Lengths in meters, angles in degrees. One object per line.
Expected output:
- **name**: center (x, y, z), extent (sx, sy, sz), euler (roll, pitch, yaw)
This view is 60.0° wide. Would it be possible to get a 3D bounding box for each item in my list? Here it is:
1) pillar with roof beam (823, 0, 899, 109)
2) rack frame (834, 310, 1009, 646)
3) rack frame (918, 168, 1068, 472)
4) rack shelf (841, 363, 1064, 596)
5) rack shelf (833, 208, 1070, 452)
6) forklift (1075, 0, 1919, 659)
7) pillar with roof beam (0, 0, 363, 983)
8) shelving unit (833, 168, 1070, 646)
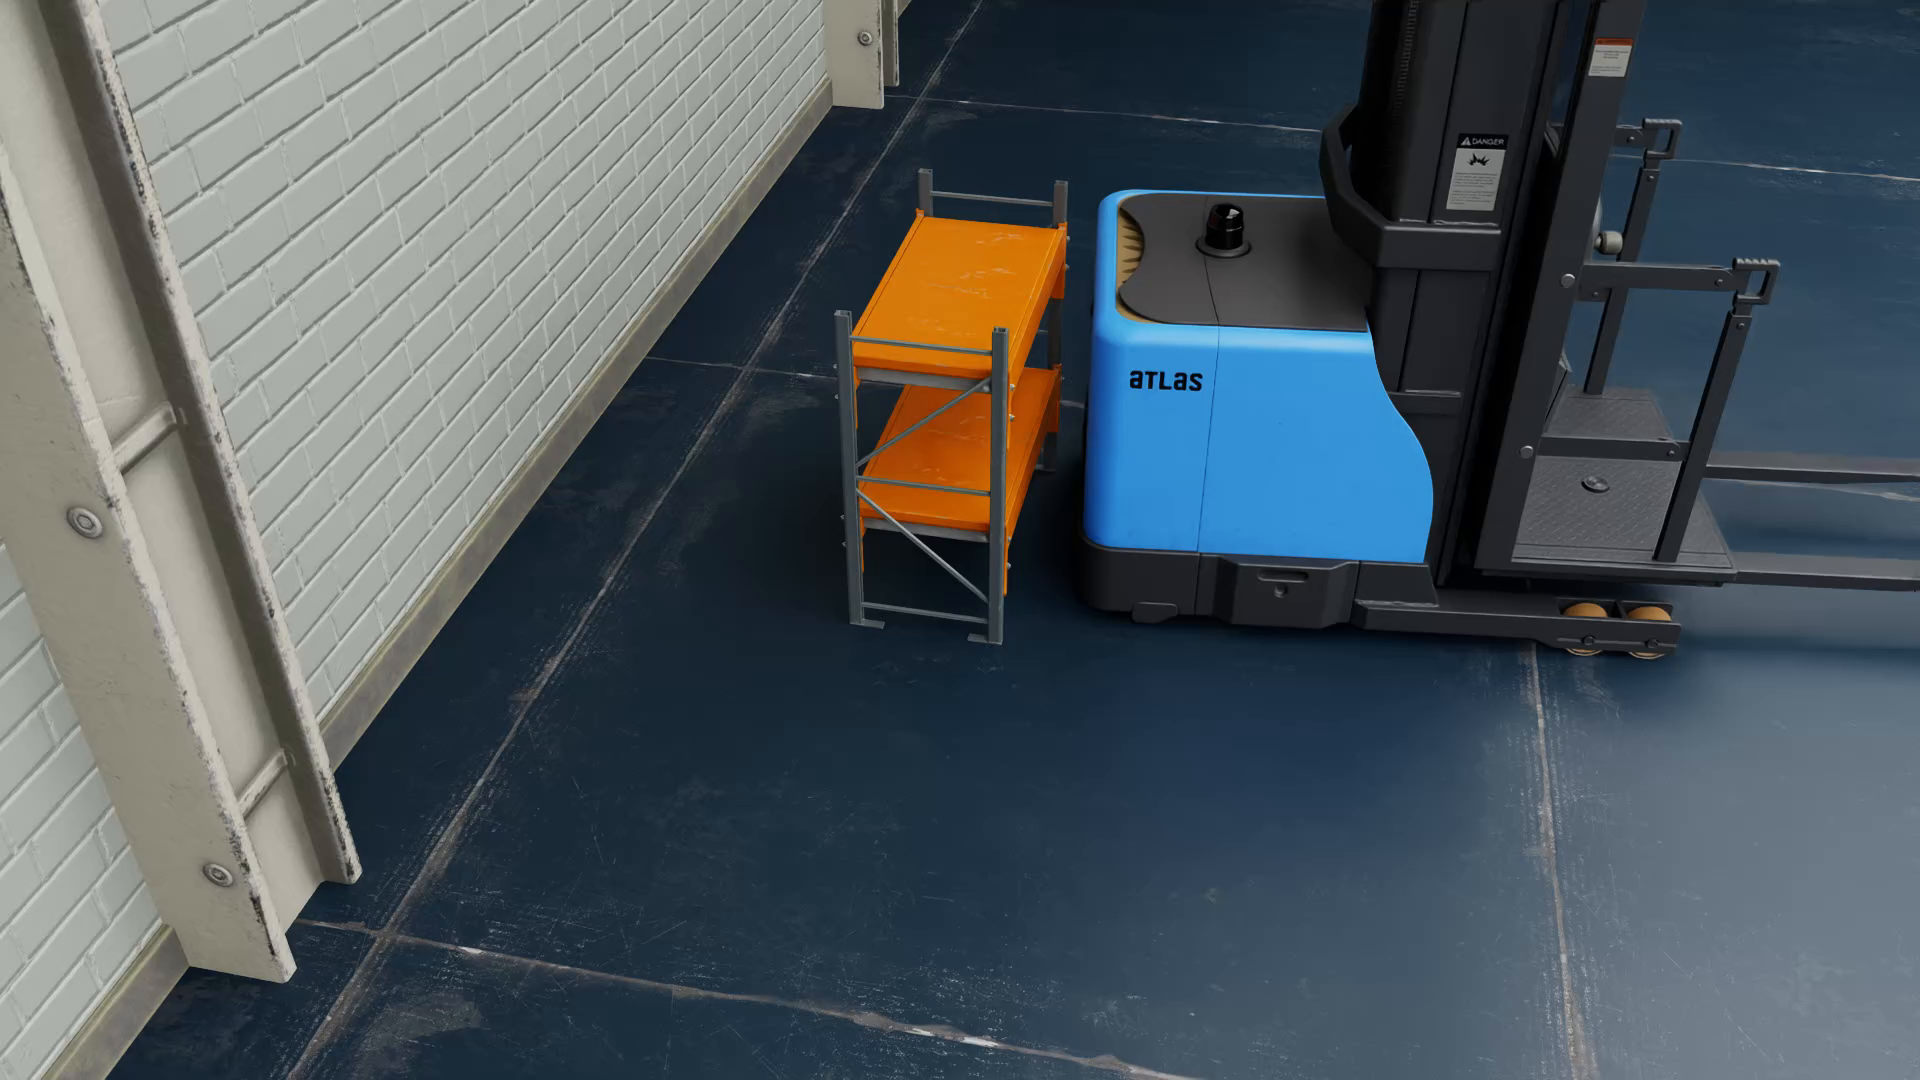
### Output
- **pillar with roof beam**: center (3.675, -5.556, 5.747), extent (9.100, 9.000, 0.400), euler (7, 37, 10)
- **rack frame**: center (-0.110, -0.160, 5.012), extent (0.500, 1.125, 0.032), euler (7, 37, 10)
- **rack frame**: center (0.107, -0.743, 5.817), extent (0.500, 1.125, 0.032), euler (7, 37, 10)
- **rack shelf**: center (-0.001, -0.254, 5.558), extent (0.538, 0.278, 1.000), euler (7, 37, 10)
- **rack shelf**: center (-0.001, -0.689, 5.243), extent (0.538, 0.278, 1.000), euler (7, 37, 10)
- **forklift**: center (1.921, -1.139, 4.824), extent (3.031, 2.935, 1.130), euler (3, 36, 4)
- **pillar with roof beam**: center (2.394, -2.116, 1.001), extent (9.100, 9.000, 0.400), euler (7, 37, 10)
- **shelving unit**: center (-0.001, -0.452, 5.415), extent (0.538, 1.125, 1.048), euler (7, 37, 10)
